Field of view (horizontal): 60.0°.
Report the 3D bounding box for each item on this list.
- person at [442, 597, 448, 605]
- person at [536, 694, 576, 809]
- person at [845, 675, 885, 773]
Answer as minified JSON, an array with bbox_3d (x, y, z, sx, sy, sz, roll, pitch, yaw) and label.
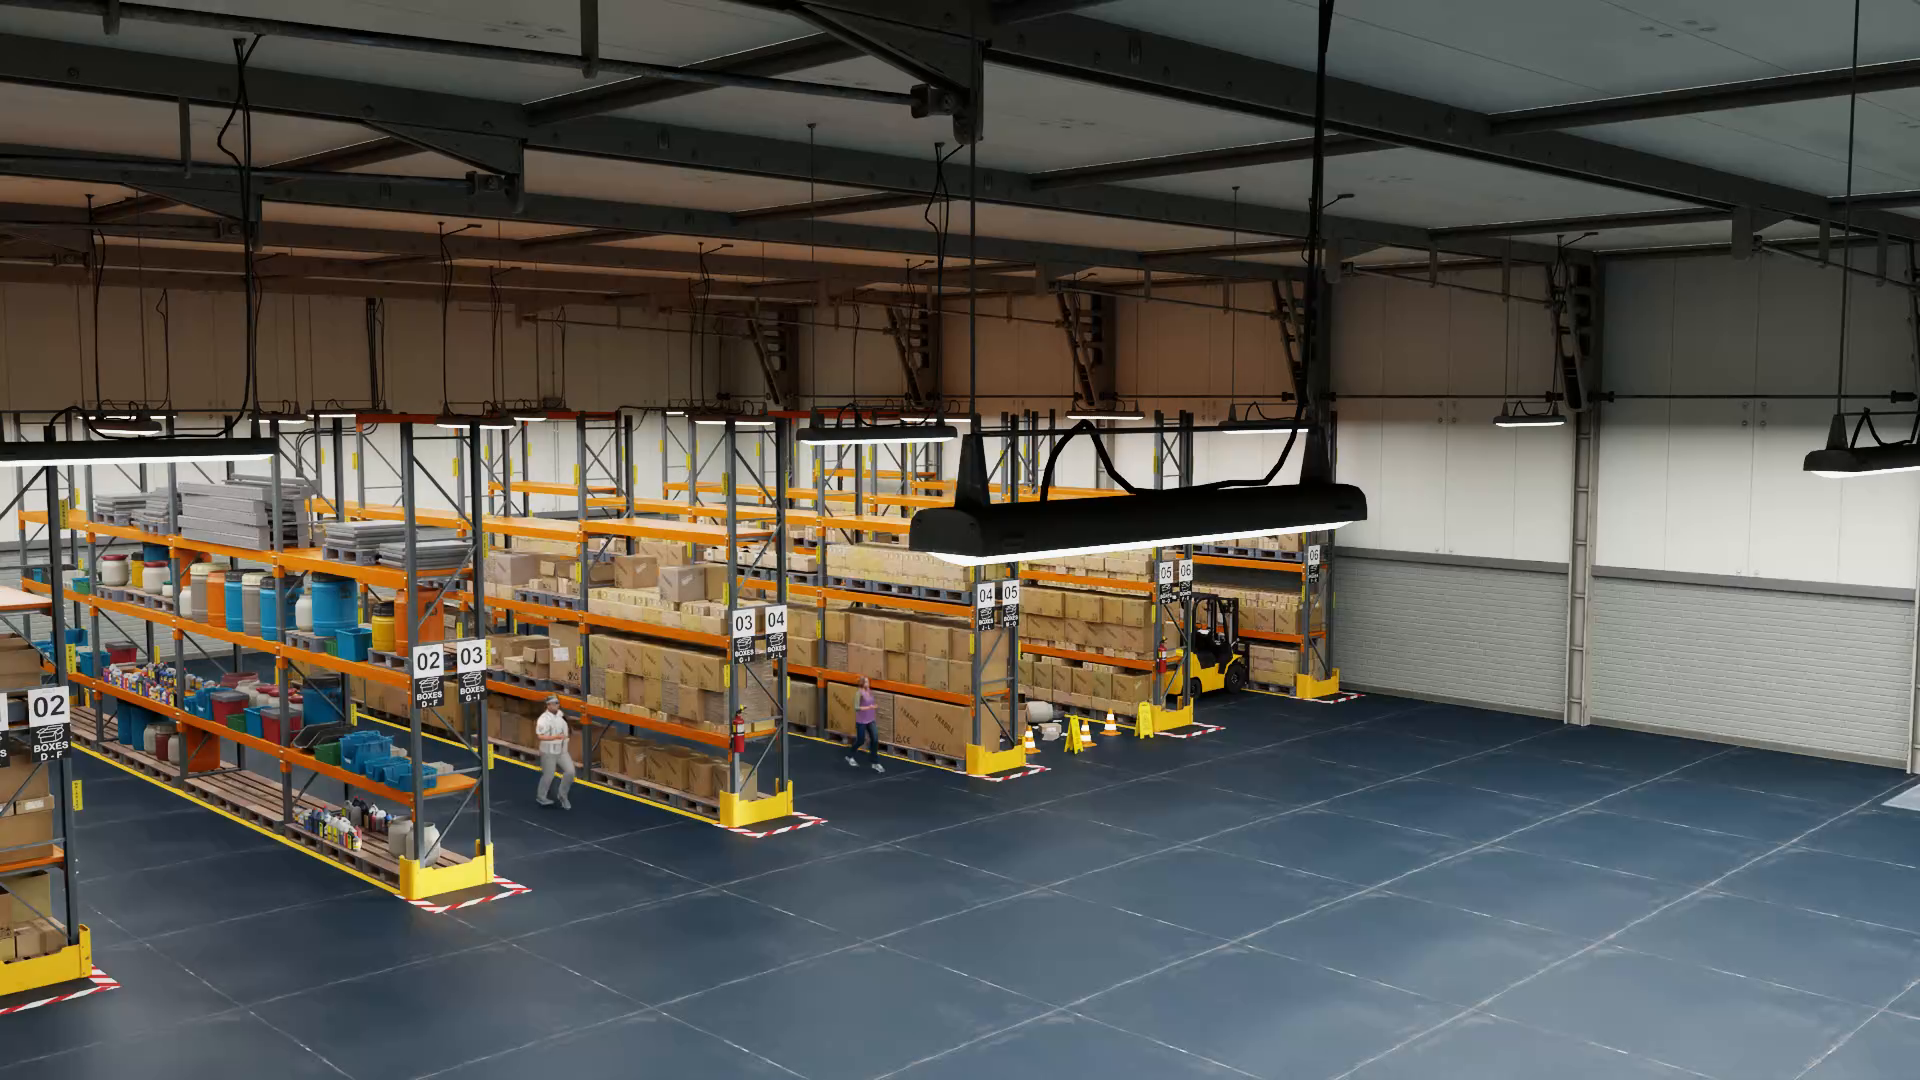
[{"bbox_3d":[-12.202,2.100,38.799,0.771,1.710,1.081,0,5,-5],"label":"person"},{"bbox_3d":[-6.202,3.259,25.444,0.767,1.834,0.638,4,6,37],"label":"person"},{"bbox_3d":[-1.607,3.079,28.000,0.799,1.612,0.532,4,6,39],"label":"person"}]
